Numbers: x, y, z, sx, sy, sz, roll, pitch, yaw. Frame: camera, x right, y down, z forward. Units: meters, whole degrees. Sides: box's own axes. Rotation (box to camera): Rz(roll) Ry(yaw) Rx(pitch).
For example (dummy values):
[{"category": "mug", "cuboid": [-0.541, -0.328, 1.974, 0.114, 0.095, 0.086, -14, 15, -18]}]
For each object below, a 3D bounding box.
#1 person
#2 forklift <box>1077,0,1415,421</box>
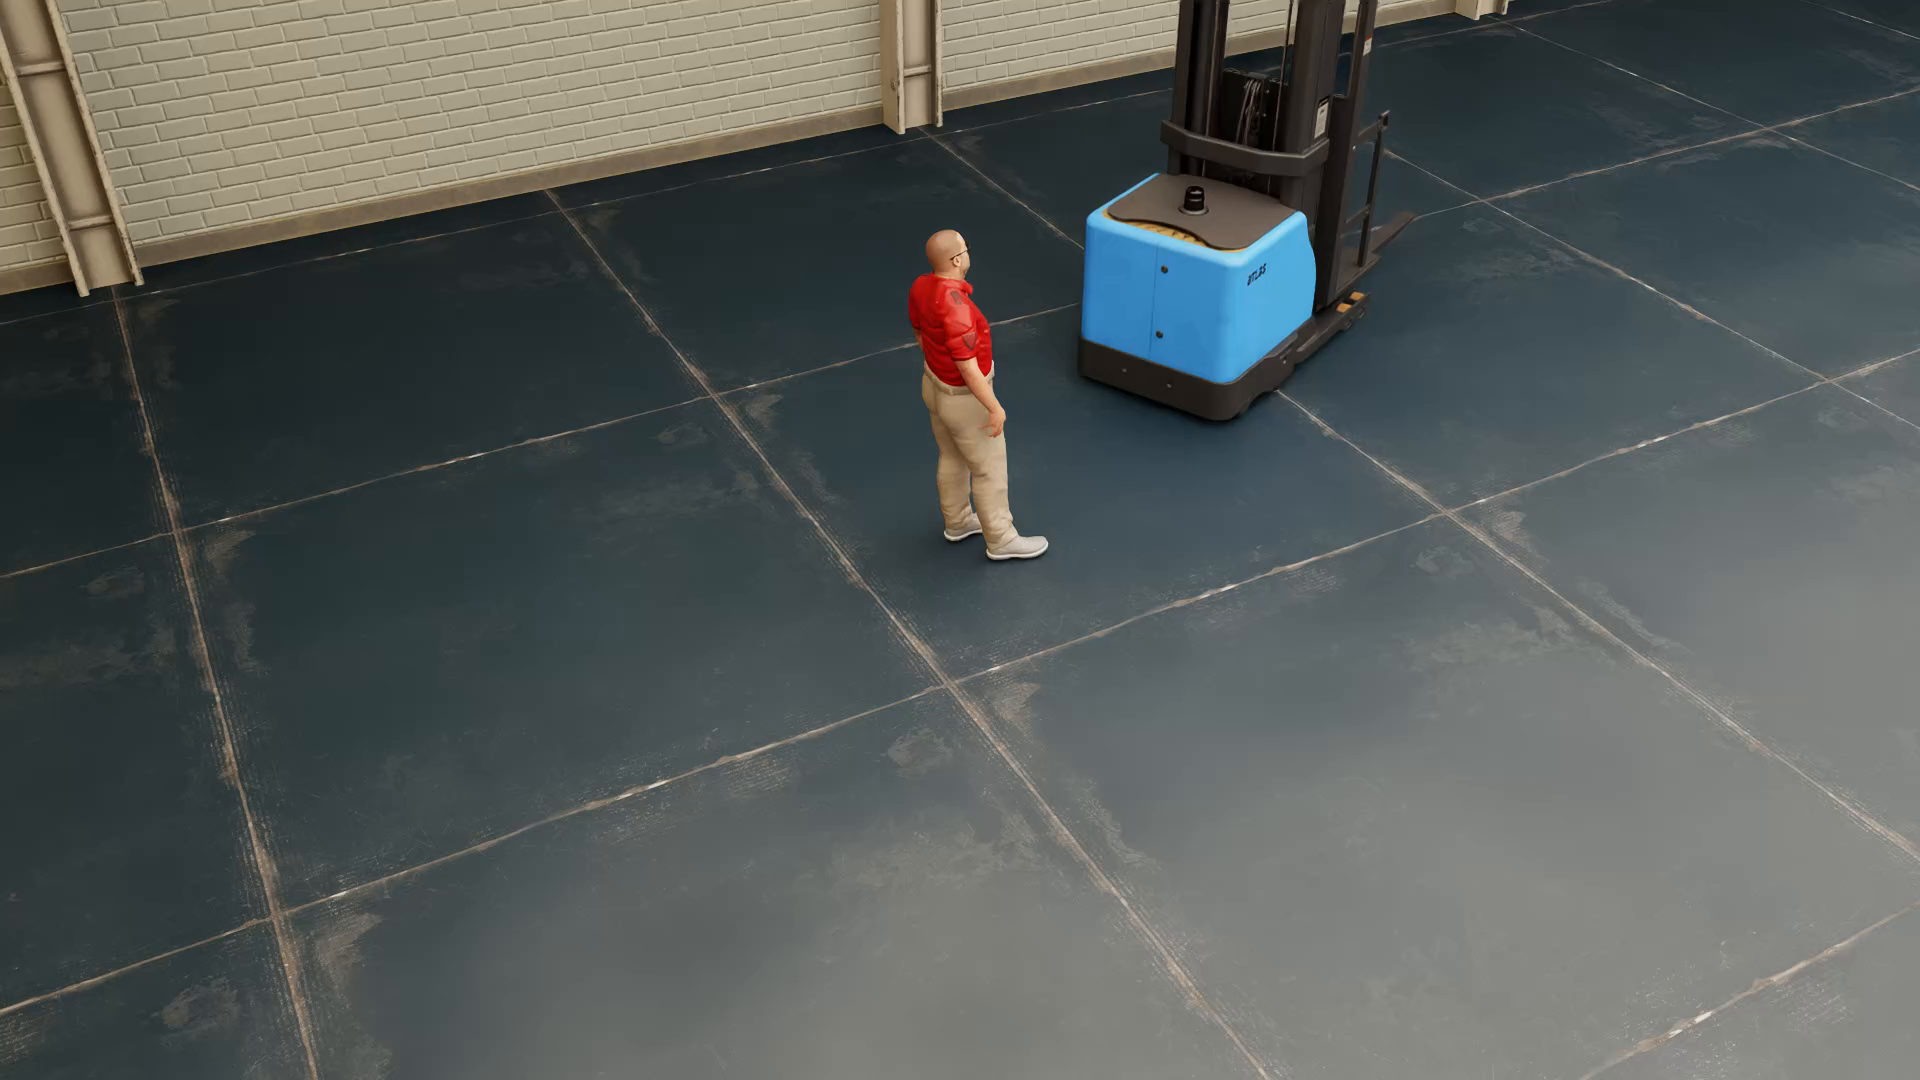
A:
[{"category": "person", "cuboid": [0.085, -0.731, 8.185, 0.550, 1.727, 0.642, -17, 39, -23]}, {"category": "forklift", "cuboid": [1.976, -2.679, 9.913, 1.130, 2.935, 3.031, 23, 41, 29]}]
